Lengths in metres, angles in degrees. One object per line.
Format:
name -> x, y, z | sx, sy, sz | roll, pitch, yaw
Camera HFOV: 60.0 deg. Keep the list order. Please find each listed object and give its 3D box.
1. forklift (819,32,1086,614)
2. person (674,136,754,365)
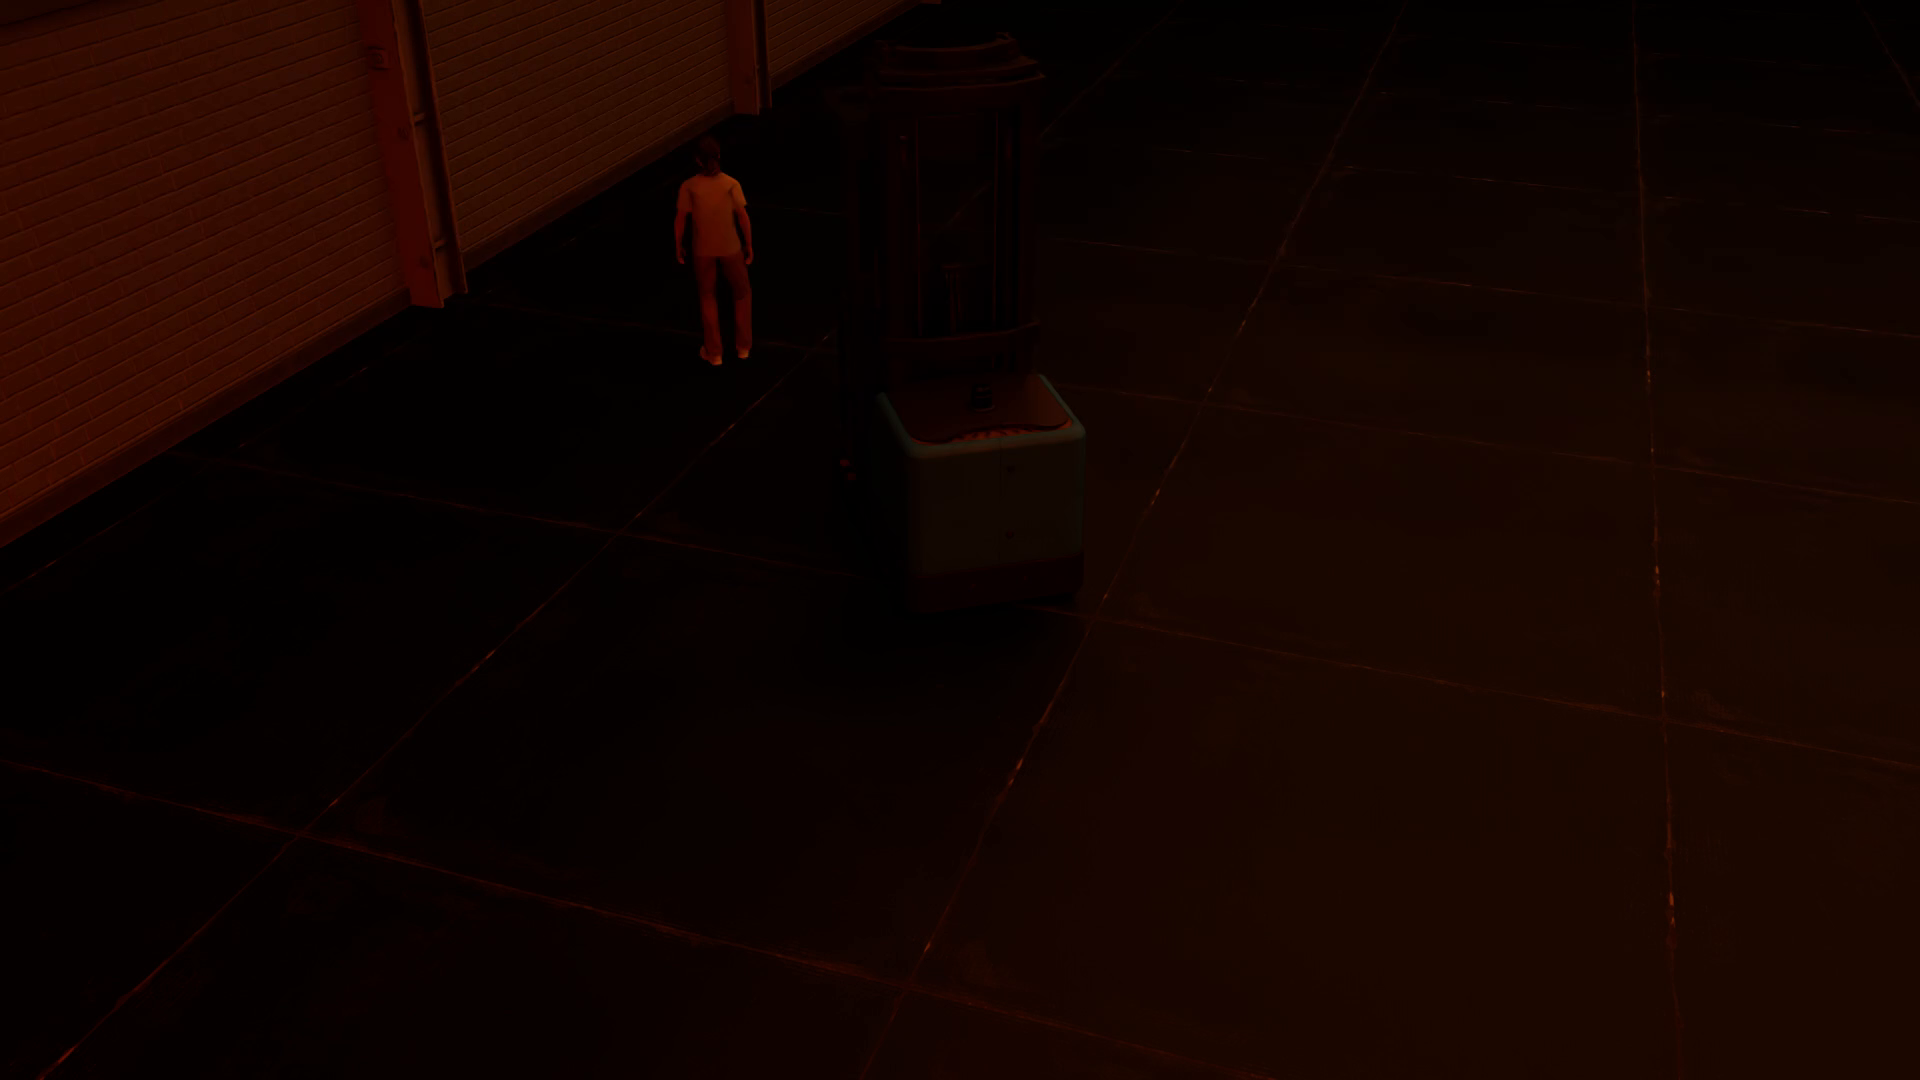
forklift -> -0.183, -1.581, 9.910 | 1.130, 2.935, 3.031 | -8, 31, -13
person -> -1.789, -2.116, 12.129 | 0.563, 1.664, 0.429 | -3, 30, -6
